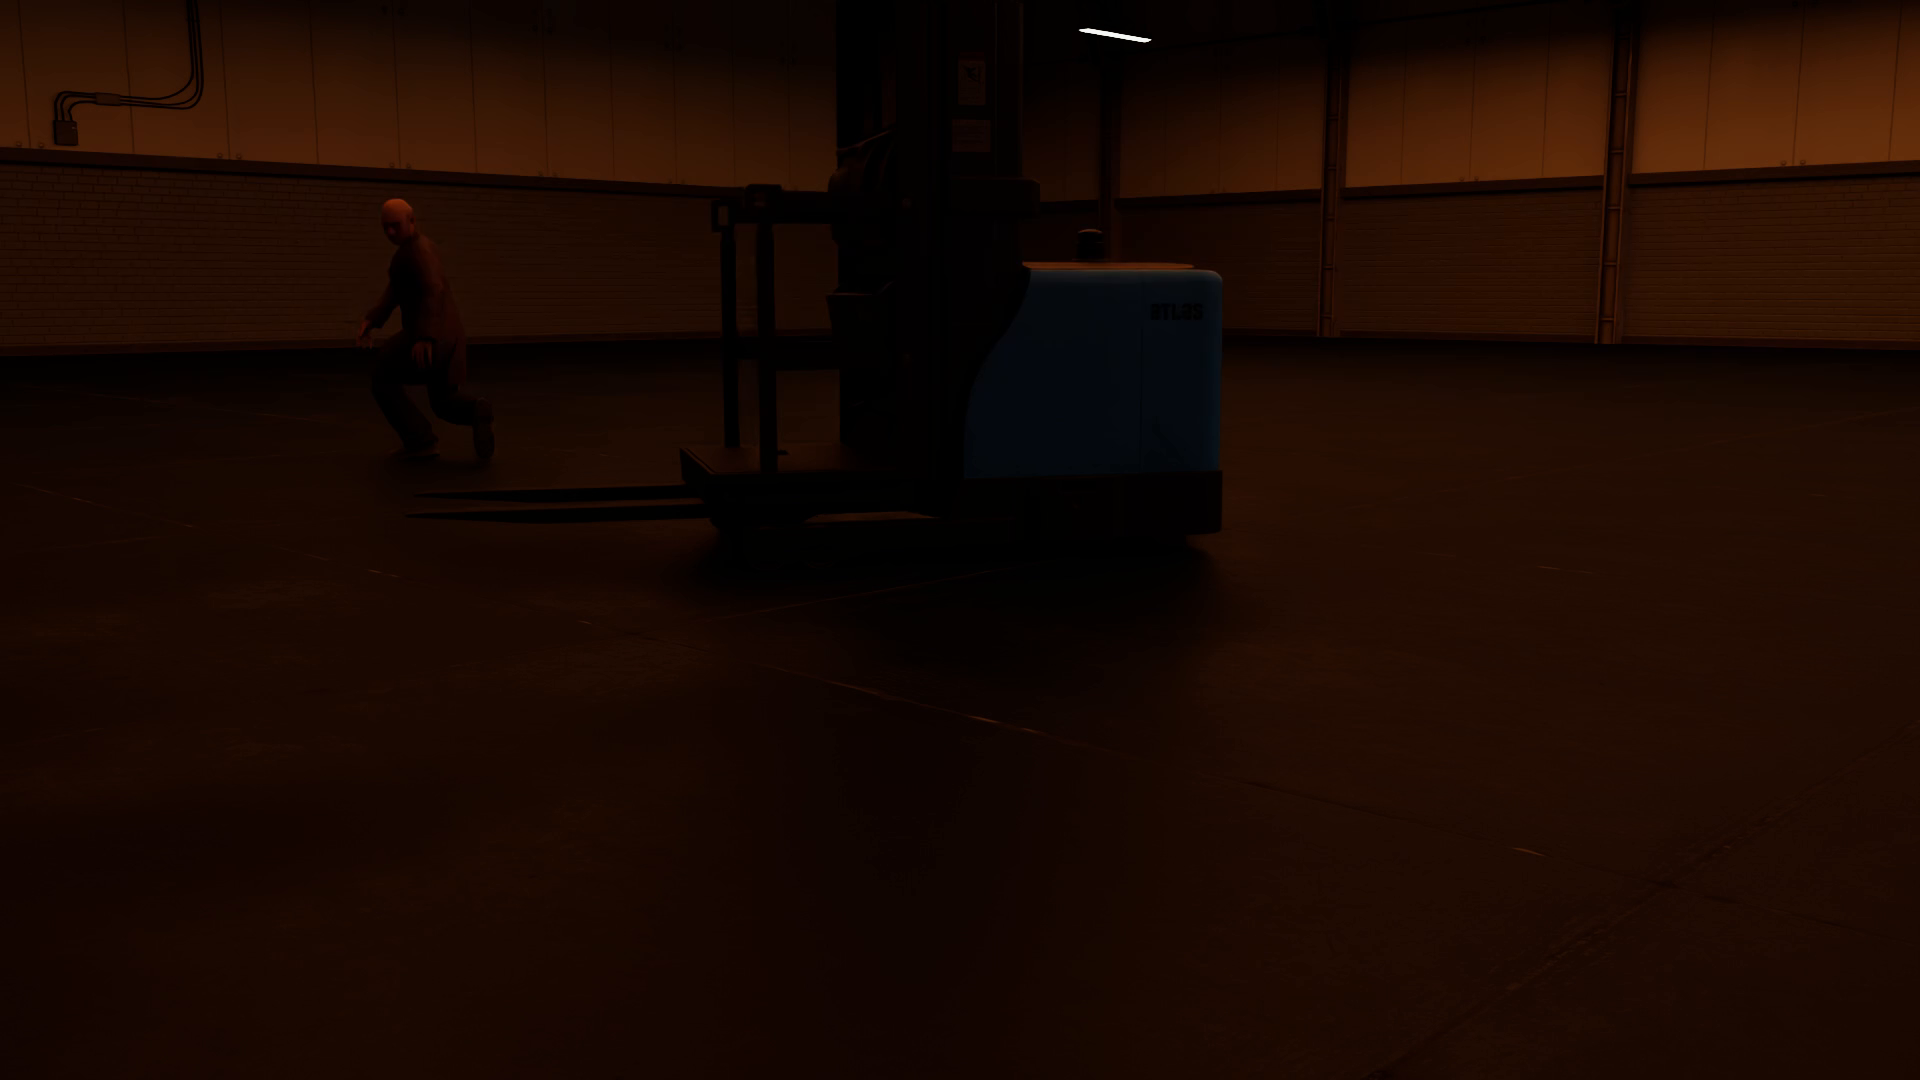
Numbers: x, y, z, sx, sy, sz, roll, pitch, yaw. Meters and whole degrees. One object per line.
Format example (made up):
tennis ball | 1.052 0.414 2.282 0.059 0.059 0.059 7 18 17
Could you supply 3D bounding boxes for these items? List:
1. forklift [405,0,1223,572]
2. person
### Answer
forklift | -0.559 -1.422 6.315 3.031 2.935 1.130 -2 9 -15
person | -3.157 -1.219 9.787 0.911 1.543 0.704 2 9 15
